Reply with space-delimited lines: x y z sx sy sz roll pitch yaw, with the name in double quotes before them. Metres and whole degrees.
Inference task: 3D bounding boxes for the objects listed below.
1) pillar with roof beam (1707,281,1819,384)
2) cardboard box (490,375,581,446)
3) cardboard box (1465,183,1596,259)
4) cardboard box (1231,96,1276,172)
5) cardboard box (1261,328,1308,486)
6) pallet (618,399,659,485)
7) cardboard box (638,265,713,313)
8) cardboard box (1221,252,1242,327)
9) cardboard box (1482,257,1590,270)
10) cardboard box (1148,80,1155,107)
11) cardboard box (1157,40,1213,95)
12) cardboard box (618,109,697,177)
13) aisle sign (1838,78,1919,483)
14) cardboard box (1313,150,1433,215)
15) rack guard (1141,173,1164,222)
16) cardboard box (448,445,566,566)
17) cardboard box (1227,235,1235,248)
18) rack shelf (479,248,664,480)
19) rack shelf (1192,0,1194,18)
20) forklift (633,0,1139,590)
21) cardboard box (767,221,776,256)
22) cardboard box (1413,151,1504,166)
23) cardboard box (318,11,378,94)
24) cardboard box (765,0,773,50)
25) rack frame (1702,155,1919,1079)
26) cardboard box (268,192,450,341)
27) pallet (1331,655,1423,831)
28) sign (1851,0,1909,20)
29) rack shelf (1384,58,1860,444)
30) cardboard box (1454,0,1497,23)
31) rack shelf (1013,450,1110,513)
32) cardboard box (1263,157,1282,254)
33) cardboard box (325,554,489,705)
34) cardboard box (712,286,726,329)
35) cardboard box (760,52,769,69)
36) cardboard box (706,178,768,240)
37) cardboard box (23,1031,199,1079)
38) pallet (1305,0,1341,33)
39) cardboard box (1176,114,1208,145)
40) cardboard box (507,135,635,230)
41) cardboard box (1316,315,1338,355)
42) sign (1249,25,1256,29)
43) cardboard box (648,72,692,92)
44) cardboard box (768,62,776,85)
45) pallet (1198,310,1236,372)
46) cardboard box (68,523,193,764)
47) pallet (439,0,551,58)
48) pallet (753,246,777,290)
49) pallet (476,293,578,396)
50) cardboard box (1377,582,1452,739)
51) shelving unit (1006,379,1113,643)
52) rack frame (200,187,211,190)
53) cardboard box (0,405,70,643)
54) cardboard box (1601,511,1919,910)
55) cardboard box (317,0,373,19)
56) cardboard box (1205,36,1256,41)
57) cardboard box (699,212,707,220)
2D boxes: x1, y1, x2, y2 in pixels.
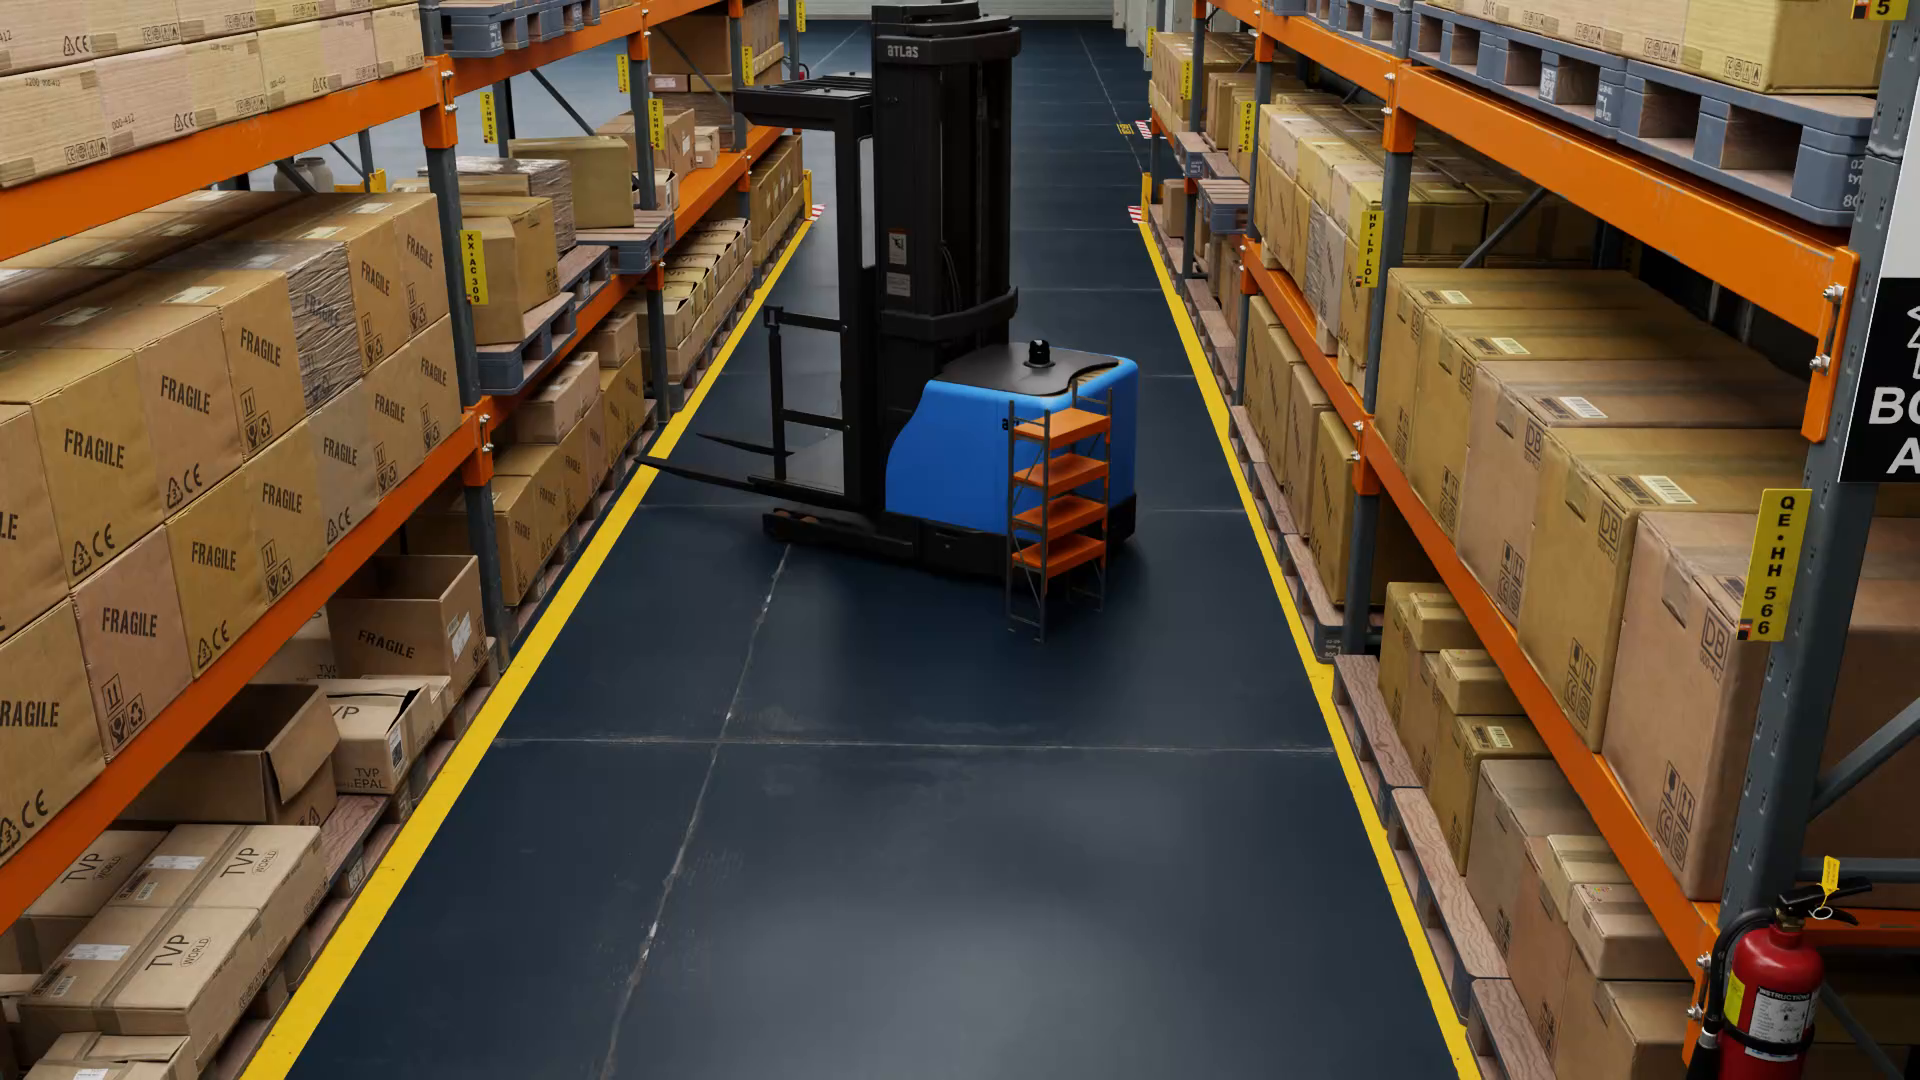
"pillar with roof beam" -1.169 -3.314 5.630 9.100 9.000 0.400 1 21 2
"cardboard box" -2.372 -0.709 9.019 0.500 0.250 0.500 1 21 2
"cardboard box" 2.565 -1.440 7.480 0.500 0.250 0.500 1 21 3
"cardboard box" 2.432 -3.051 12.499 0.700 0.500 0.500 1 21 2
"cardboard box" 2.225 -0.791 9.812 0.750 0.750 0.750 1 21 1
"pallet" -2.600 -0.662 10.944 1.003 0.211 1.213 1 21 2
"cardboard box" -2.205 -1.968 12.898 0.500 0.311 0.500 0 21 0
"cardboard box" 2.506 -2.027 13.453 0.700 0.500 0.500 1 21 2
"cardboard box" 2.556 -1.090 7.615 0.500 0.500 0.500 0 21 0
"cardboard box" 2.323 -4.838 18.029 0.500 0.250 0.500 0 21 0
"cardboard box" 2.293 -4.825 16.962 0.500 0.500 0.500 0 21 0
"cardboard box" -2.474 -3.257 13.637 0.500 0.500 0.500 2 21 6
"aisle sign" 1.867 -0.475 3.013 0.394 0.787 0.004 1 21 2
"cardboard box" 2.090 -1.817 8.452 0.500 0.250 0.500 1 21 3
"rack guard" 2.653 -3.878 18.833 1.175 0.500 0.348 1 21 2
"cardboard box" -2.398 -0.190 8.720 0.500 0.500 0.500 1 21 2
"cardboard box" 2.518 -2.589 13.864 0.500 0.250 0.500 0 21 0
"rack shelf" -2.600 -1.173 9.400 1.077 0.370 4.000 1 21 2
"rack shelf" 2.594 -5.411 16.176 1.077 0.370 4.000 1 21 2
"forklift" -0.537 -1.481 9.295 3.031 2.935 1.130 12 24 28
"cardboard box" -2.080 -2.937 16.172 0.500 0.250 0.500 1 21 2
"cardboard box" 2.584 -1.810 8.435 0.500 0.250 0.500 0 21 0
"cardboard box" -2.436 -1.755 5.965 0.500 0.250 0.500 1 21 2
"cardboard box" -2.335 -5.398 17.362 0.700 0.500 0.500 0 21 0
"rack frame" 2.169 0.714 3.542 1.000 3.000 0.127 1 21 2
"cardboard box" -2.418 -1.112 6.729 0.500 0.500 0.500 1 21 2
"pallet" 2.189 0.842 7.068 1.003 0.211 1.213 1 21 2
"sign" 1.627 -1.071 2.882 0.100 0.325 0.005 1 21 2
"rack shelf" 2.229 -1.072 4.993 1.077 0.370 4.000 1 21 2
"cardboard box" 1.976 -1.872 5.549 0.500 0.250 0.500 0 21 0
"rack shelf" 0.489 -0.291 8.187 0.258 0.148 0.480 18 28 38
"cardboard box" 2.116 -2.011 9.988 0.500 0.500 0.500 1 21 3
"cardboard box" -2.395 0.384 7.240 0.500 0.500 0.500 1 21 2
"cardboard box" -2.190 -1.887 13.466 0.500 0.250 0.500 1 21 3
"cardboard box" -2.155 -4.865 16.885 0.380 0.149 0.250 1 21 3
"cardboard box" -2.091 -3.106 15.570 0.500 0.500 0.500 1 21 2
"cardboard box" -2.419 1.539 4.725 0.380 0.166 0.250 1 21 2
"pallet" 2.414 -2.851 8.845 1.003 0.211 1.213 2 21 4
"cardboard box" 2.245 -3.739 15.198 0.500 0.250 0.500 1 21 2
"cardboard box" -2.446 -2.245 10.450 0.700 0.500 0.500 -7 22 -16
"cardboard box" 2.004 -1.031 8.358 0.380 0.149 0.250 1 21 2
"sign" 3.209 -5.745 18.151 0.100 0.325 0.005 1 21 2
"cardboard box" -2.624 -4.128 14.985 0.380 0.149 0.250 1 21 2
"cardboard box" -2.334 -4.812 17.646 0.700 0.500 0.500 1 21 3
"pallet" 2.477 -1.601 13.363 1.003 0.211 1.213 1 21 2
"cardboard box" -2.495 0.270 4.548 0.500 0.500 0.500 0 21 1
"pallet" -2.571 -2.331 7.504 1.213 0.211 1.003 1 21 2
"pallet" -2.352 -2.665 16.106 1.003 0.211 1.213 1 21 2
"pallet" -2.528 -0.984 8.183 1.003 0.211 1.213 1 21 2
"cardboard box" 2.165 0.507 6.952 0.700 0.500 0.500 1 21 2
"shelving unit" 0.488 -0.145 8.244 0.258 1.200 0.503 18 28 38
"rack frame" -7.369 -3.734 15.005 1.000 3.000 0.127 1 21 2
"cardboard box" -2.506 -0.009 3.886 0.500 0.500 0.500 1 21 3
"cardboard box" 2.174 0.390 3.963 0.980 0.700 0.700 2 21 4
"cardboard box" -2.423 -1.987 5.874 0.500 0.250 0.500 1 21 2
"cardboard box" 2.828 -5.005 17.425 0.500 0.500 0.500 1 21 2
"cardboard box" -2.595 -3.292 16.051 0.500 0.500 0.500 1 21 2
